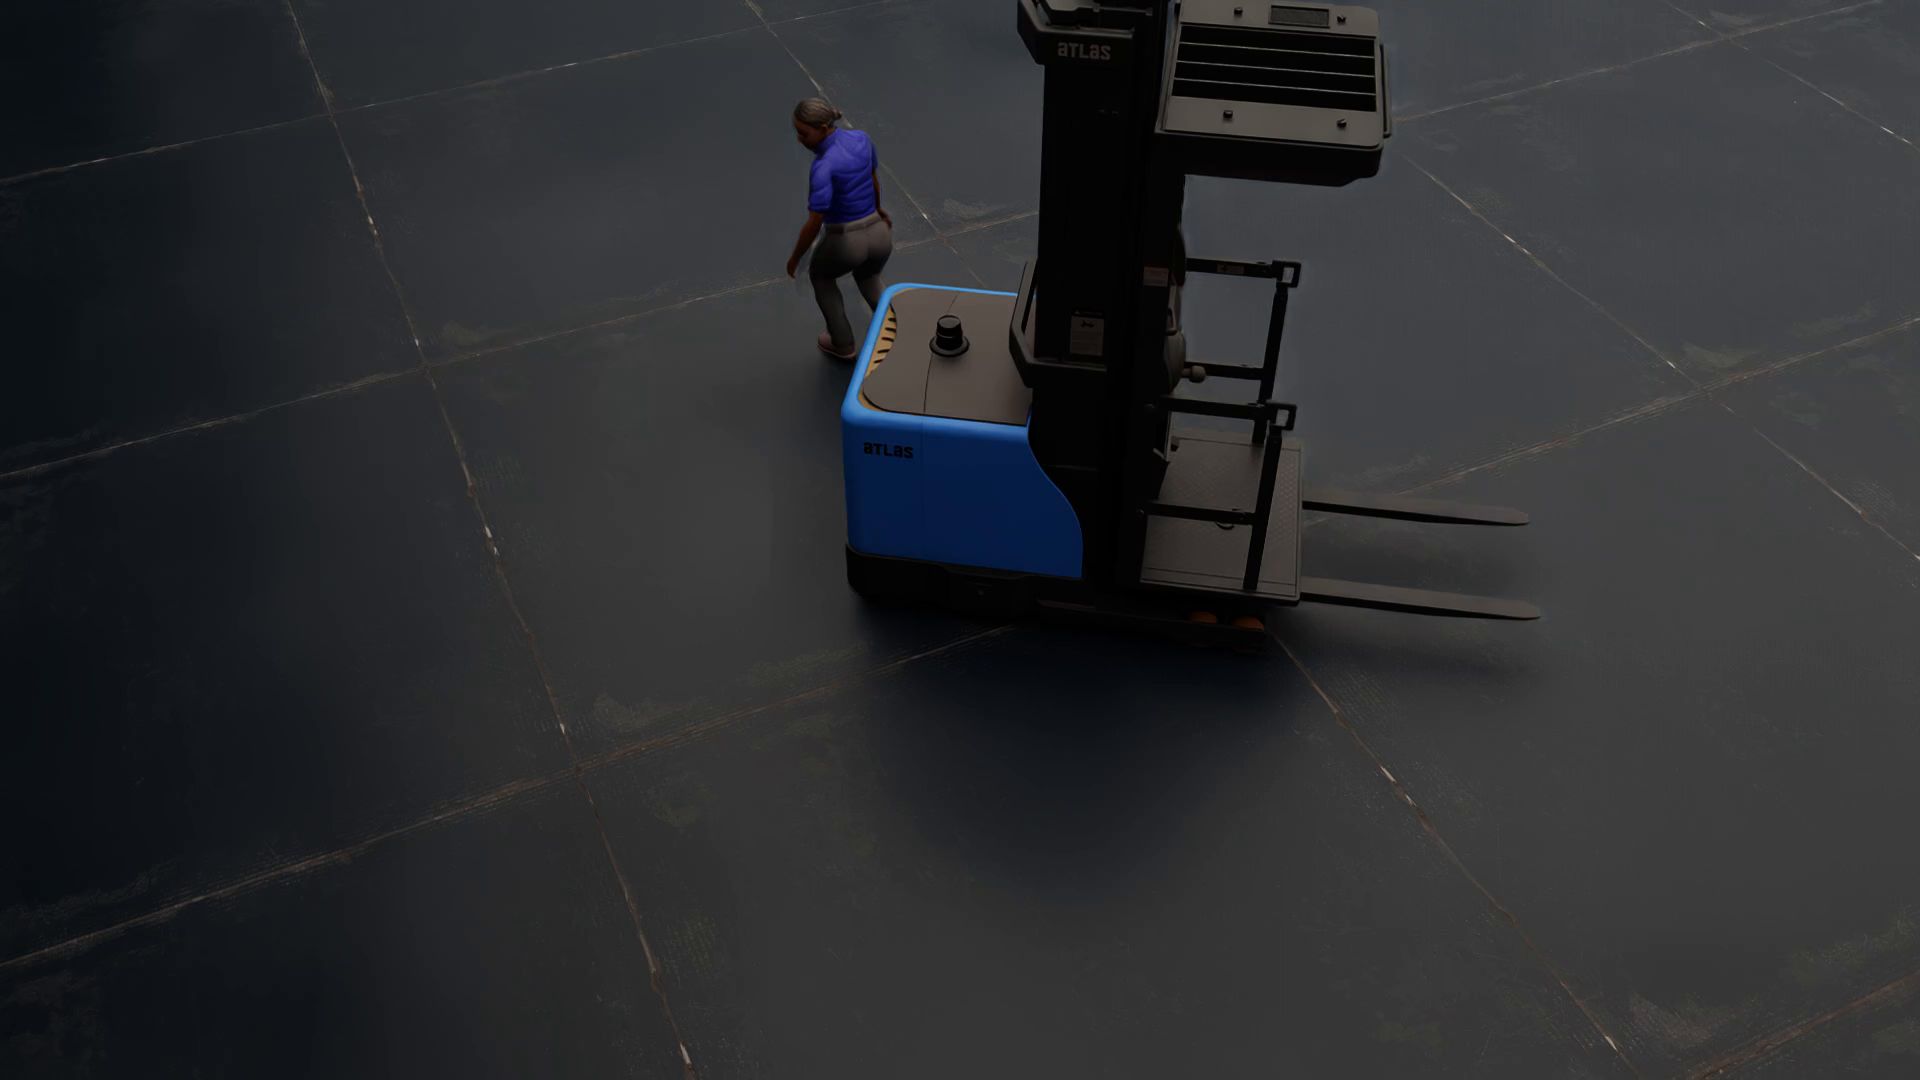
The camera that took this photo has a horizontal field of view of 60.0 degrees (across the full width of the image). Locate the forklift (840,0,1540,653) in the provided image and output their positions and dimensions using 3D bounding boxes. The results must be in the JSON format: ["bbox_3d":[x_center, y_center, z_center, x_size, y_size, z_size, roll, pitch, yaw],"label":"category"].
[{"bbox_3d":[1.055,-0.970,6.719,3.031,2.935,1.130,7,43,7],"label":"forklift"}]

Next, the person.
[{"bbox_3d":[-0.548,-1.542,8.442,0.746,1.452,0.620,-30,51,-28],"label":"person"}]
